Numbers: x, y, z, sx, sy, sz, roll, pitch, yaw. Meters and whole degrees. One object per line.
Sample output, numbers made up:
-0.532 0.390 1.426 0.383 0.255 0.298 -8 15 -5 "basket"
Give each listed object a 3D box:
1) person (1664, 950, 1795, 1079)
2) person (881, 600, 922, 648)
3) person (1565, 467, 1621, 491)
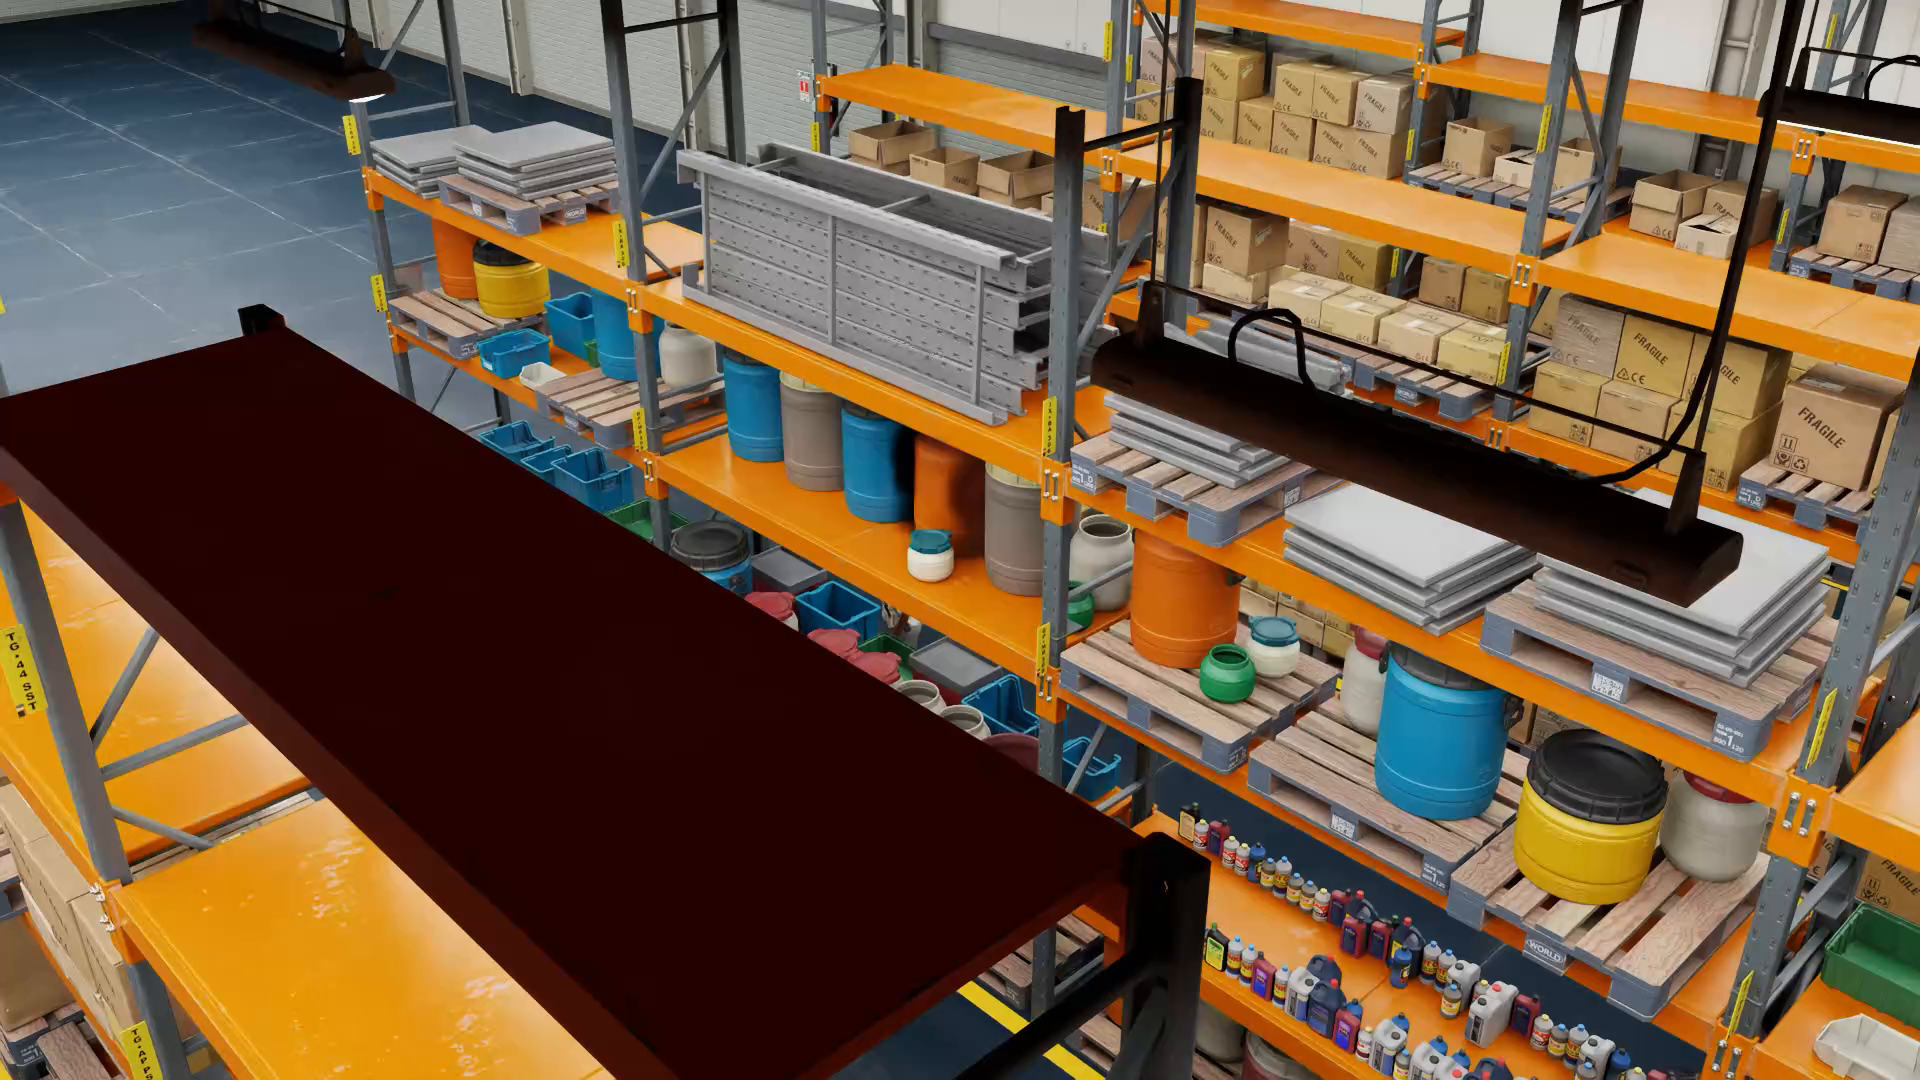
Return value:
4.878 2.817 9.824 0.532 1.676 1.026 -17 33 -29 "person"
-0.516 0.699 13.704 0.385 1.685 0.461 -8 29 -15 "person"
6.168 -0.626 16.127 1.044 1.730 0.472 20 34 32 "person"
